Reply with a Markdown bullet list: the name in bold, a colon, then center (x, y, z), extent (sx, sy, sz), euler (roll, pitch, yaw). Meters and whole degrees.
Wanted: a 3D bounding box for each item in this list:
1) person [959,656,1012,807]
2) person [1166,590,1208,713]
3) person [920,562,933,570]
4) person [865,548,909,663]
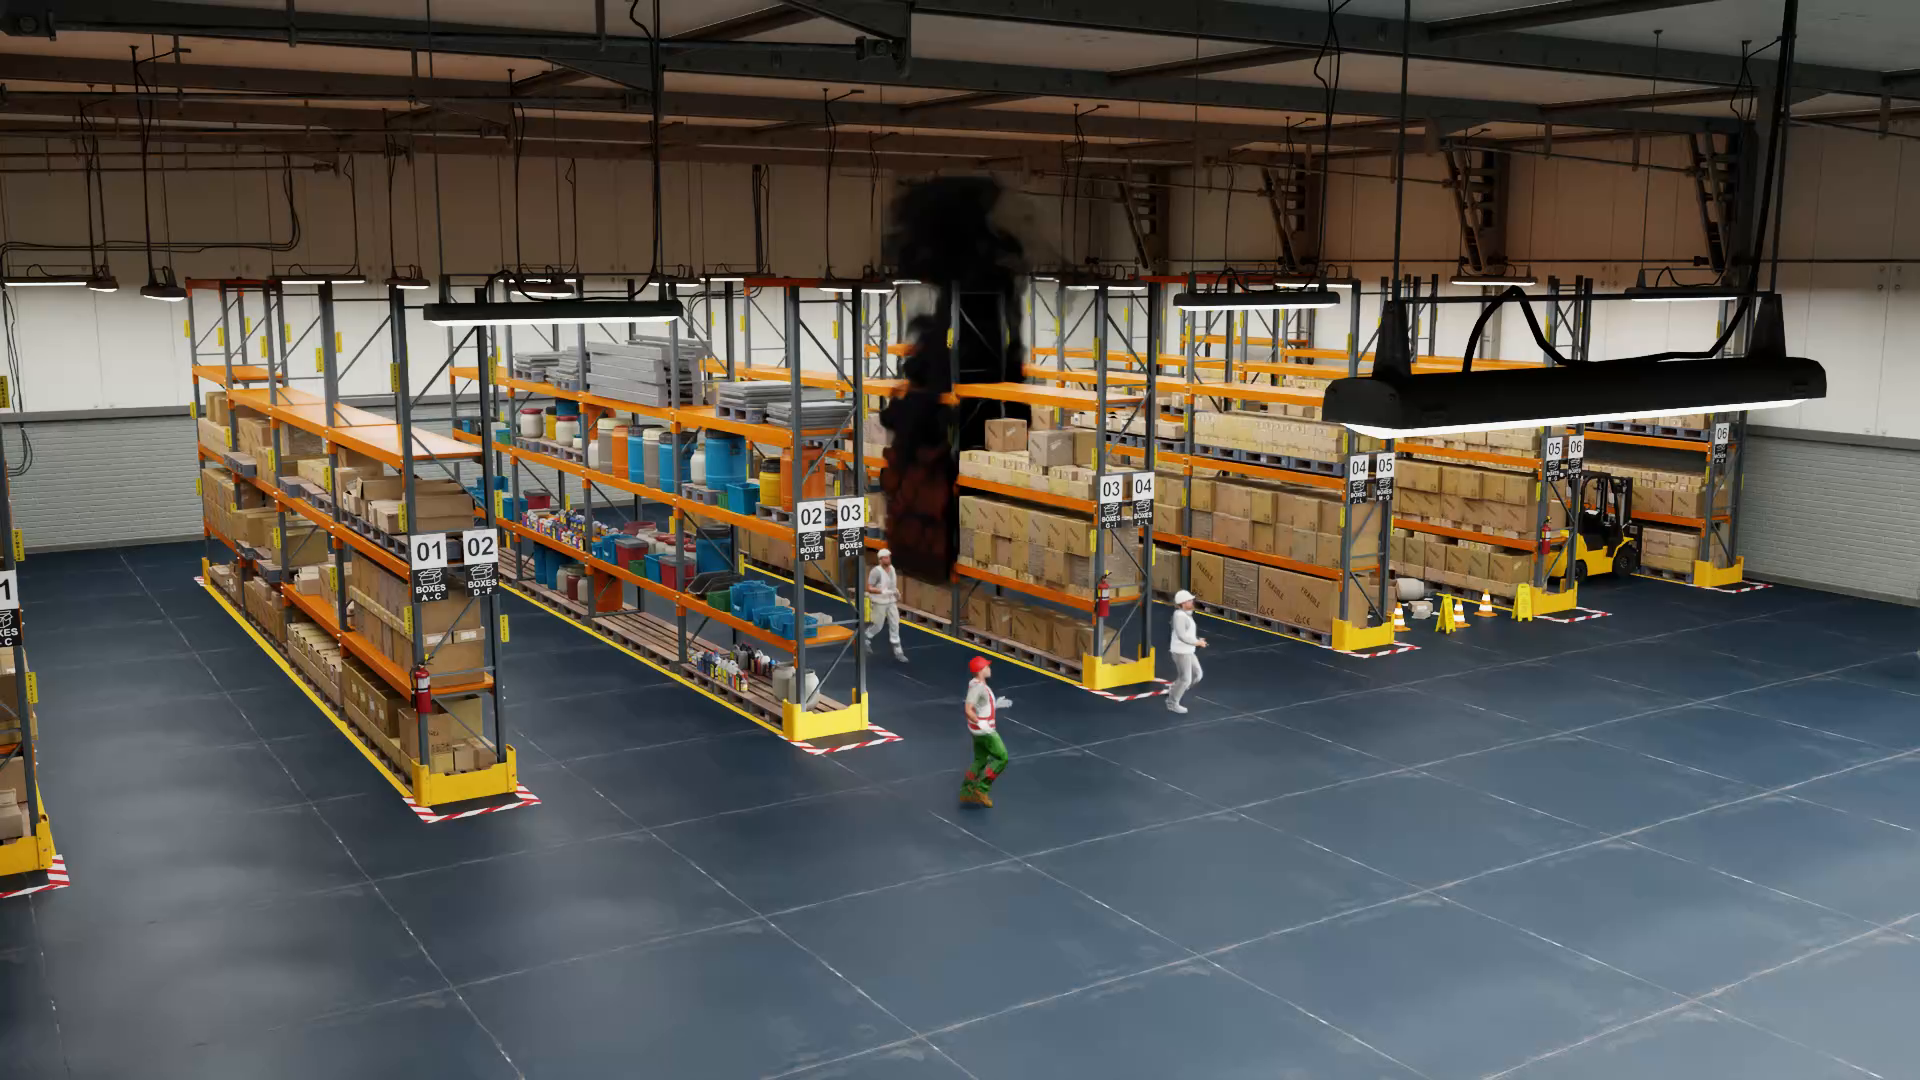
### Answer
- **person**: center (0.315, 2.235, 19.396), extent (0.653, 1.792, 0.637), euler (-2, 10, -9)
- **person**: center (3.218, 1.564, 23.498), extent (0.587, 1.746, 0.704), euler (2, 10, 11)
- **person**: center (-0.641, 0.003, 33.021), extent (0.554, 1.627, 0.548), euler (-7, 12, -36)
- **person**: center (-1.198, 1.010, 26.432), extent (0.680, 1.785, 0.990), euler (-9, 13, -43)
